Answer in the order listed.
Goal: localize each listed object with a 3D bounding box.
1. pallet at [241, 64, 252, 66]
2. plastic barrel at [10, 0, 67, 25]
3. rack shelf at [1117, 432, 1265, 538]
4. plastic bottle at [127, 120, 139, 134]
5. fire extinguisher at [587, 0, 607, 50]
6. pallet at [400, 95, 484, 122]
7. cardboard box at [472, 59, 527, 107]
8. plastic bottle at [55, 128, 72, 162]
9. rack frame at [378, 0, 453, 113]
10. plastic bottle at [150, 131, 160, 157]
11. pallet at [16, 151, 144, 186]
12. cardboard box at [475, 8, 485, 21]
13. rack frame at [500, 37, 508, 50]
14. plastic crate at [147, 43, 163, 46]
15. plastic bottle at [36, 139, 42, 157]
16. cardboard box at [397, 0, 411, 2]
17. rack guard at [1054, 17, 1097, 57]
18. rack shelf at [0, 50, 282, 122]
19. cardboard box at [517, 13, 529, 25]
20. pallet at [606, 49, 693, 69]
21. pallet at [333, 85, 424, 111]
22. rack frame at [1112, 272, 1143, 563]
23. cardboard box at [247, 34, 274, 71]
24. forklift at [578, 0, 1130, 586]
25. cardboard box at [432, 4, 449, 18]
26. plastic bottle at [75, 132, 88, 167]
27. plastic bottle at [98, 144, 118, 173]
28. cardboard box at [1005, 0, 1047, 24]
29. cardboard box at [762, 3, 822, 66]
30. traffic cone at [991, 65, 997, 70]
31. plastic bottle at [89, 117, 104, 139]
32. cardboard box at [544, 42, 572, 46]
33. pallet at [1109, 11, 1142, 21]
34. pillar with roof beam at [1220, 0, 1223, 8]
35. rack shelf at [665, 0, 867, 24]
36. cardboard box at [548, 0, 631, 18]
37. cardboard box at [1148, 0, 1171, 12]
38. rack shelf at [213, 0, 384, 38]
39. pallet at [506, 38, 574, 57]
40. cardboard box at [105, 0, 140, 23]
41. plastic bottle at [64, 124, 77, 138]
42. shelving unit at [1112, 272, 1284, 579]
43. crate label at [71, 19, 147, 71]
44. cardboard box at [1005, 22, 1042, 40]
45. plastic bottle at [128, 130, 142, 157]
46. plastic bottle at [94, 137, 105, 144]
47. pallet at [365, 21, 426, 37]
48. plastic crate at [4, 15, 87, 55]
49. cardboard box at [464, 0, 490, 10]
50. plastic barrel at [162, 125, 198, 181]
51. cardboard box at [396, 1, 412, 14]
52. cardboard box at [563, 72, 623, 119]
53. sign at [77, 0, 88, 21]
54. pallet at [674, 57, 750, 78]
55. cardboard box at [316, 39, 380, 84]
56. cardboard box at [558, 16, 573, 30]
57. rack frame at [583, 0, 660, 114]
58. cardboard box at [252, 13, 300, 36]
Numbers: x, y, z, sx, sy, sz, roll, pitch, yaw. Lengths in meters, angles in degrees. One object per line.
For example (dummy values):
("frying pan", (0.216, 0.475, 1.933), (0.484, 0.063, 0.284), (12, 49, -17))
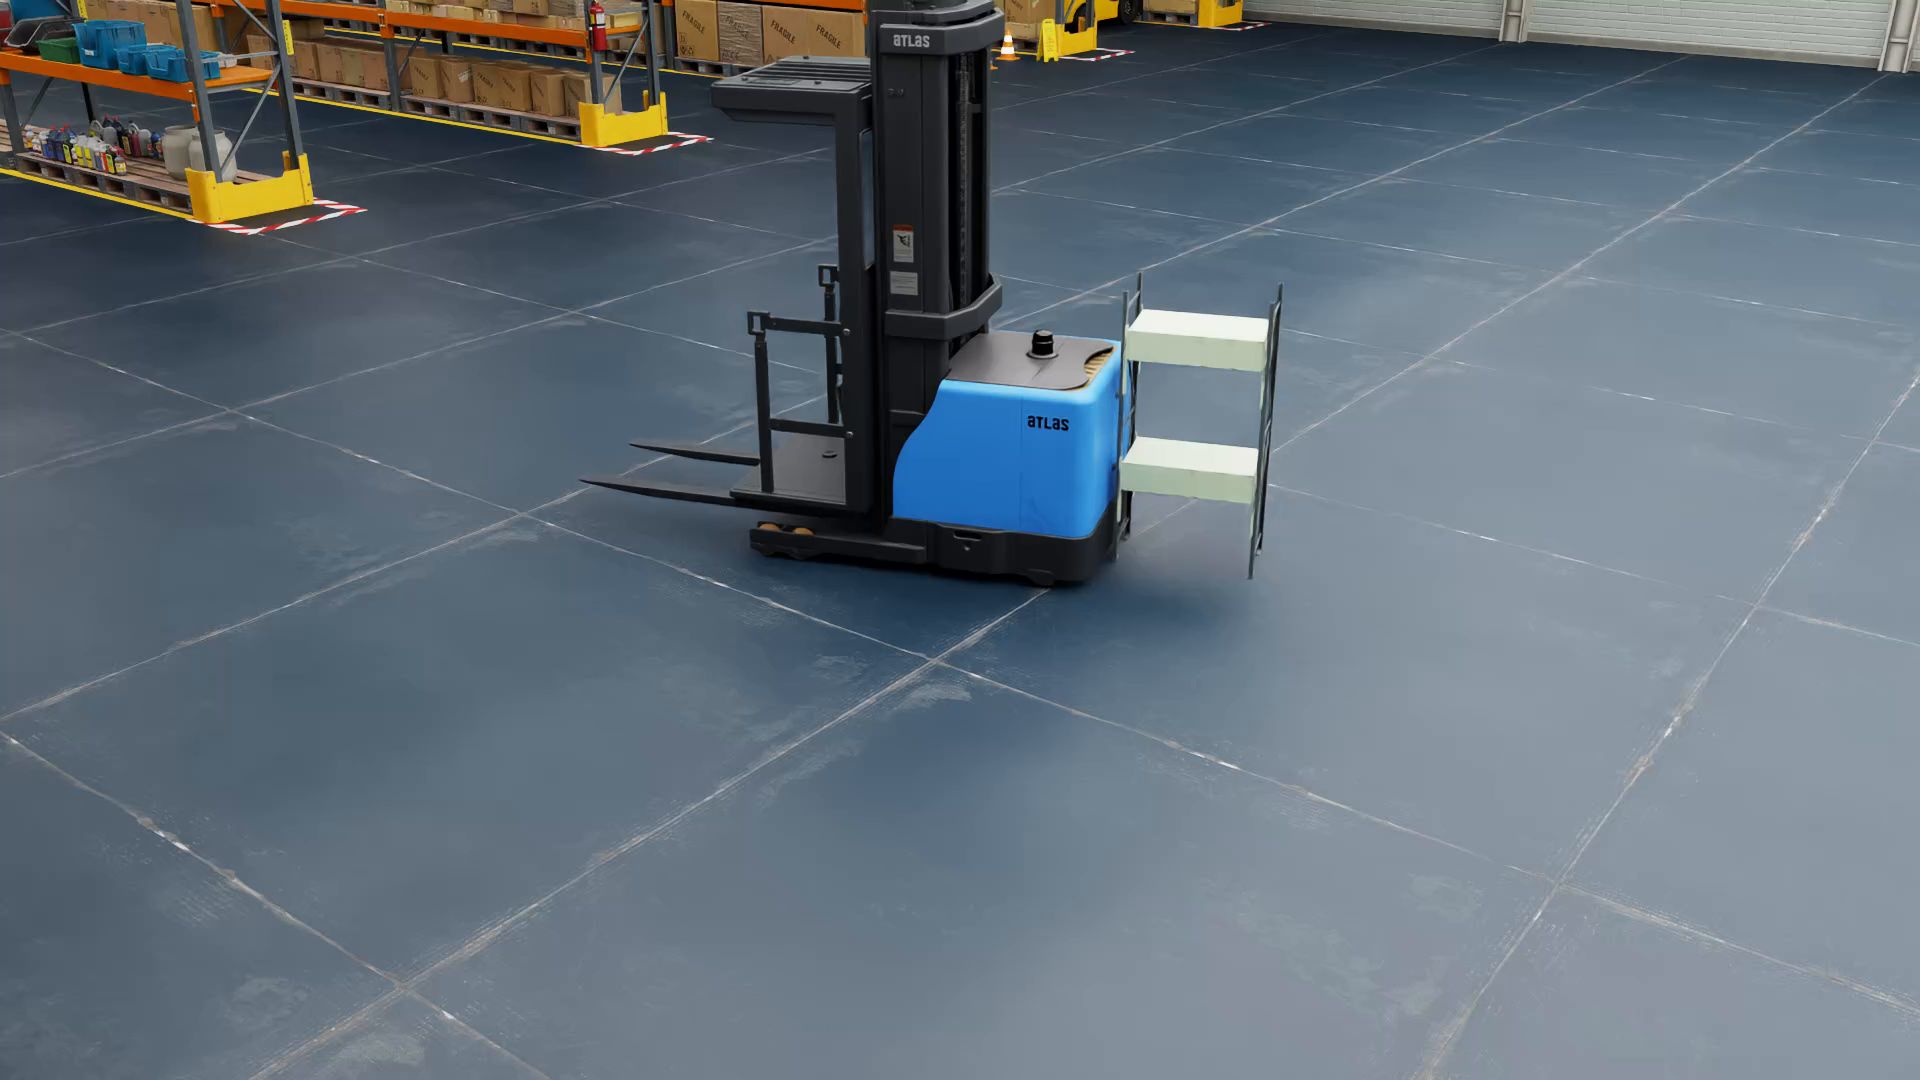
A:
("pallet", (-11.036, -7.159, 25.236), (1.213, 0.211, 1.003), (17, 29, 33))
("plastic barrel", (-10.348, -6.075, 18.697), (0.708, 0.901, 0.600), (17, 29, 33))
("rack shelf", (1.239, -0.301, 8.880), (0.720, 0.370, 0.431), (7, 25, 15))
("plastic bottle", (-9.120, -4.457, 18.384), (0.185, 0.351, 0.144), (17, 29, 33))
("fire extinguisher", (-4.234, -6.074, 19.411), (0.183, 0.674, 0.296), (17, 29, 33))
("pallet", (-6.691, -5.826, 22.210), (1.213, 0.211, 1.003), (17, 29, 33))
("cardboard box", (-5.947, -5.931, 21.569), (0.500, 0.500, 0.500), (14, 27, 29))
("plastic bottle", (-9.672, -4.269, 17.959), (0.185, 0.351, 0.144), (15, 28, 31))
("rack frame", (-7.250, -7.253, 21.991), (0.127, 3.000, 1.000), (17, 29, 33))
("plastic bottle", (-8.800, -4.335, 18.207), (0.097, 0.271, 0.097), (0, 24, 0))
("pallet", (-9.708, -4.203, 18.527), (1.213, 0.211, 1.003), (17, 29, 33))
("cardboard box", (-5.822, -6.585, 20.786), (0.250, 0.149, 0.380), (17, 29, 33))
("rack frame", (-7.395, -9.796, 27.763), (0.127, 3.000, 1.000), (17, 29, 33))
("plastic crate", (-8.769, -5.223, 17.711), (0.437, 0.136, 0.530), (17, 29, 33))
("plastic bottle", (-10.065, -4.308, 18.232), (0.097, 0.201, 0.097), (0, 24, 0))
("cardboard box", (-6.927, -7.306, 21.618), (0.500, 0.500, 0.875), (17, 29, 33))
("rack guard", (1.834, -8.357, 27.598), (0.348, 0.500, 1.175), (17, 29, 33))
("rack shelf", (-8.620, -4.842, 17.411), (4.000, 0.370, 1.077), (17, 29, 33))
("cardboard box", (-5.197, -6.417, 20.404), (0.250, 0.149, 0.380), (17, 29, 33))
("pallet", (-4.857, -7.715, 26.498), (1.213, 0.211, 1.003), (17, 29, 33))
("pallet", (-7.874, -6.164, 22.979), (1.213, 0.211, 1.003), (17, 29, 33))
("rack frame", (0.889, -0.642, 8.844), (0.023, 1.500, 0.400), (7, 25, 15))
("cardboard box", (-9.902, -7.122, 24.248), (0.500, 0.500, 0.700), (15, 28, 31))
("forklift", (-0.635, -1.432, 8.866), (3.031, 2.935, 1.130), (7, 25, 16))
("cardboard box", (-6.468, -6.741, 21.142), (0.250, 0.149, 0.380), (17, 29, 33))
("plastic bottle", (-9.332, -4.166, 17.725), (0.185, 0.351, 0.144), (17, 29, 33))
("plastic bottle", (-8.937, -4.015, 17.474), (0.135, 0.276, 0.152), (17, 29, 34))
("cardboard box", (1.097, -8.869, 27.619), (0.500, 0.500, 0.500), (17, 29, 34))
("cardboard box", (-2.281, -7.436, 24.521), (0.875, 0.875, 0.875), (16, 29, 32))
("traffic cone", (0.383, -7.569, 25.856), (0.334, 0.463, 0.336), (17, 29, 33))
("plastic bottle", (-9.618, -4.535, 18.561), (0.185, 0.351, 0.144), (17, 29, 33))
("cardboard box", (-6.260, -8.572, 27.254), (0.750, 0.750, 1.050), (17, 29, 34))
("pallet", (3.259, -10.276, 32.310), (1.213, 0.211, 1.003), (17, 29, 33))
("pillar with roof beam", (2.270, -12.901, 27.369), (0.400, 9.000, 9.100), (17, 29, 33))
("rack shelf", (-2.594, -8.016, 24.615), (4.000, 0.370, 1.077), (17, 29, 33))
("cardboard box", (-4.473, -6.609, 20.037), (0.500, 0.500, 0.875), (17, 29, 33))
("cardboard box", (3.911, -10.154, 31.465), (0.500, 0.250, 0.500), (17, 29, 33))
("rack shelf", (-8.850, -7.407, 23.233), (4.000, 0.370, 1.077), (17, 29, 33))
("pallet", (-6.809, -8.305, 27.837), (1.213, 0.211, 1.003), (17, 29, 33))
("cardboard box", (-12.412, -8.043, 25.899), (0.875, 0.875, 1.225), (16, 28, 32))
("plastic bottle", (-9.737, -4.361, 18.168), (0.185, 0.351, 0.144), (17, 29, 33))
("shelving unit", (1.239, -0.599, 8.748), (0.755, 1.500, 0.431), (7, 25, 15))
("crate label", (-8.654, -5.061, 16.973), (0.616, 0.435, 0.502), (17, 29, 33))
("cardboard box", (1.067, -8.531, 27.782), (0.500, 0.250, 0.500), (17, 29, 33))
("plastic bottle", (-9.056, -4.351, 18.227), (0.133, 0.283, 0.061), (17, 29, 33))
("plastic bottle", (-9.263, -4.186, 17.863), (0.135, 0.276, 0.152), (17, 29, 33))
("pallet", (-9.972, -9.299, 30.094), (1.213, 0.211, 1.003), (17, 29, 33))
("plastic crate", (-9.878, -5.459, 17.996), (0.504, 0.338, 0.767), (17, 29, 33))
("cardboard box", (-5.712, -6.951, 20.813), (0.500, 0.500, 0.875), (17, 29, 33))
("plastic barrel", (-7.993, -3.997, 17.166), (0.421, 0.512, 0.421), (0, 24, 0))
("cardboard box", (-7.066, -6.924, 21.556), (0.250, 0.149, 0.380), (17, 29, 33))
("cardboard box", (-4.539, -5.490, 20.570), (0.500, 0.500, 0.500), (-20, 31, -38))
("sign", (-9.881, -5.956, 18.705), (0.005, 0.325, 0.100), (17, 29, 33))
("pallet", (-3.633, -7.343, 25.655), (1.213, 0.211, 1.003), (17, 29, 33))
("cardboard box", (-8.546, -6.722, 23.341), (0.500, 0.500, 0.700), (14, 27, 29))
("cardboard box", (-4.600, -6.233, 19.989), (0.250, 0.149, 0.380), (17, 29, 33))
("rack frame", (-4.049, -6.285, 19.795), (0.127, 3.000, 1.000), (17, 29, 33))
("cardboard box", (-9.896, -7.468, 24.104), (0.500, 0.250, 0.500), (18, 30, 35))
